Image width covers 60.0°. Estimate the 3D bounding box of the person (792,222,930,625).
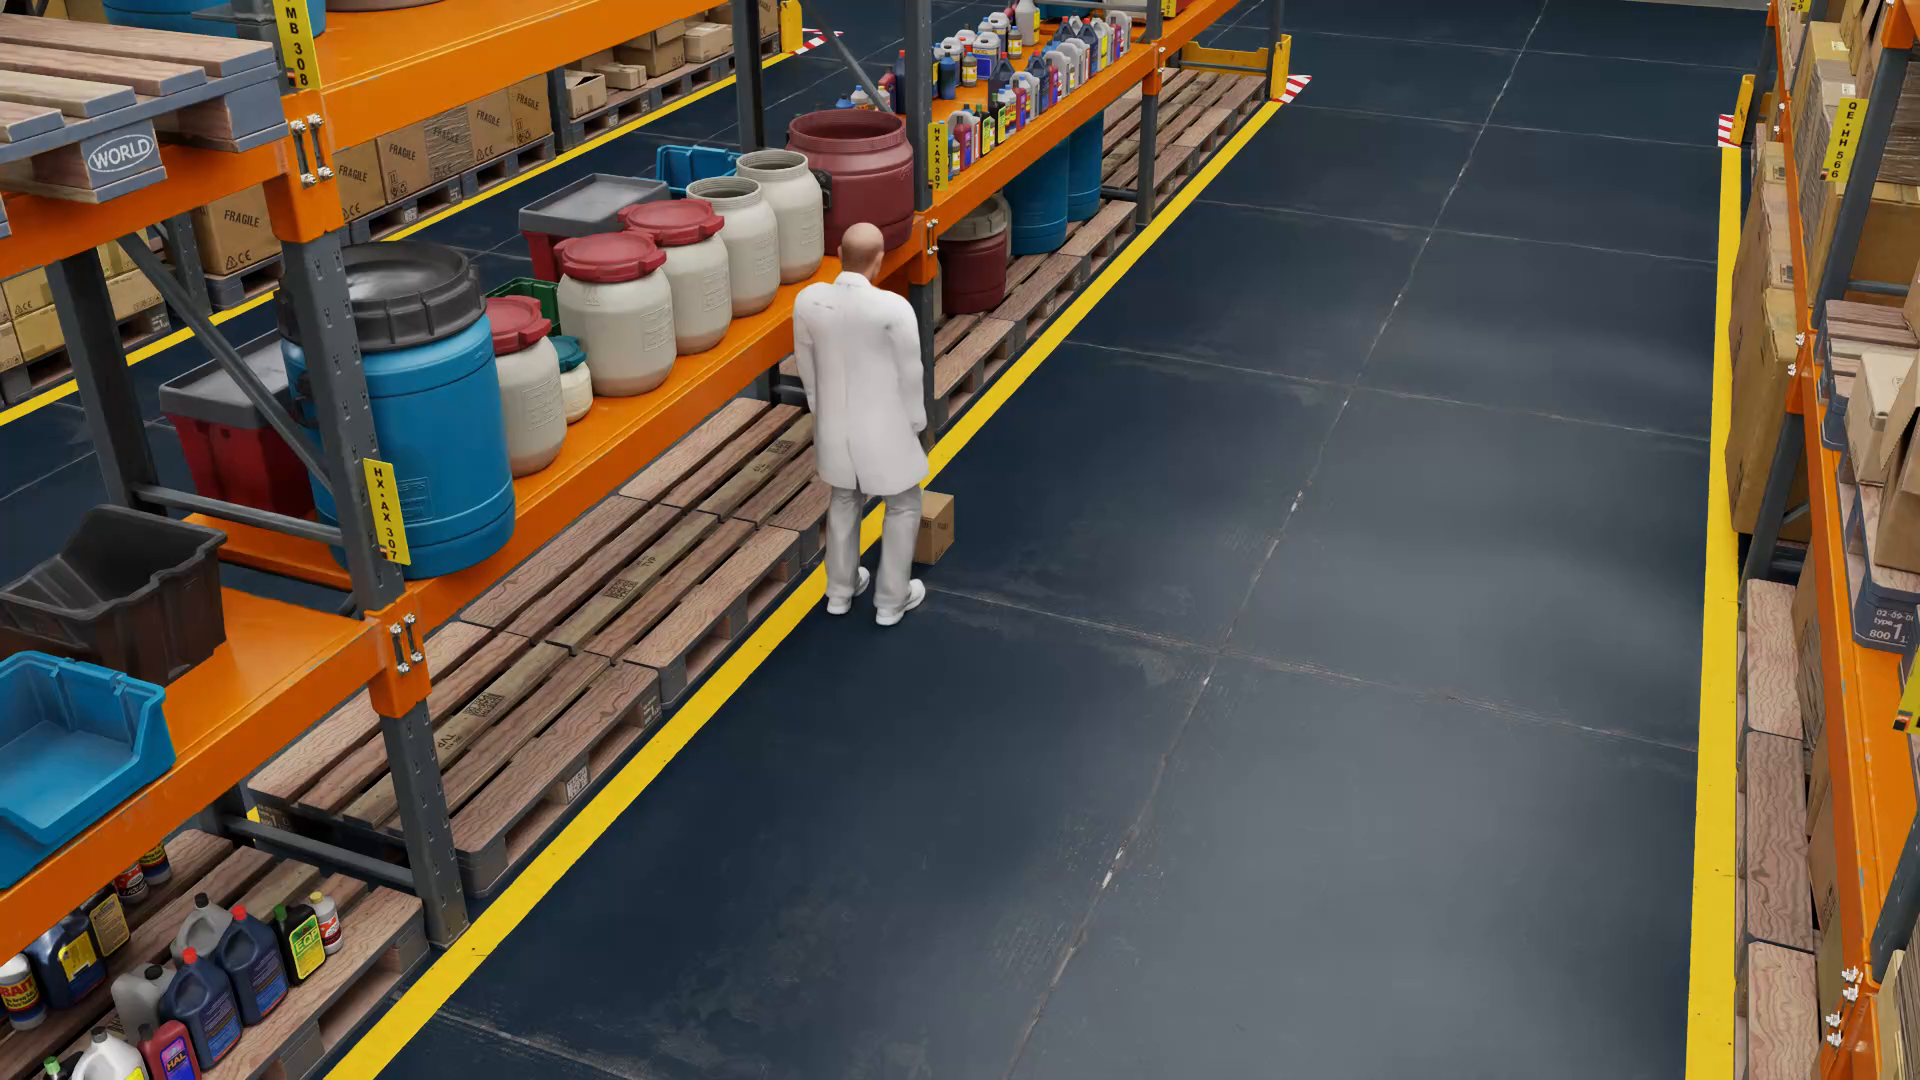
[{"bbox_3d":[-0.412,-0.483,7.051,0.583,1.745,0.403,12,31,20],"label":"person"}]
